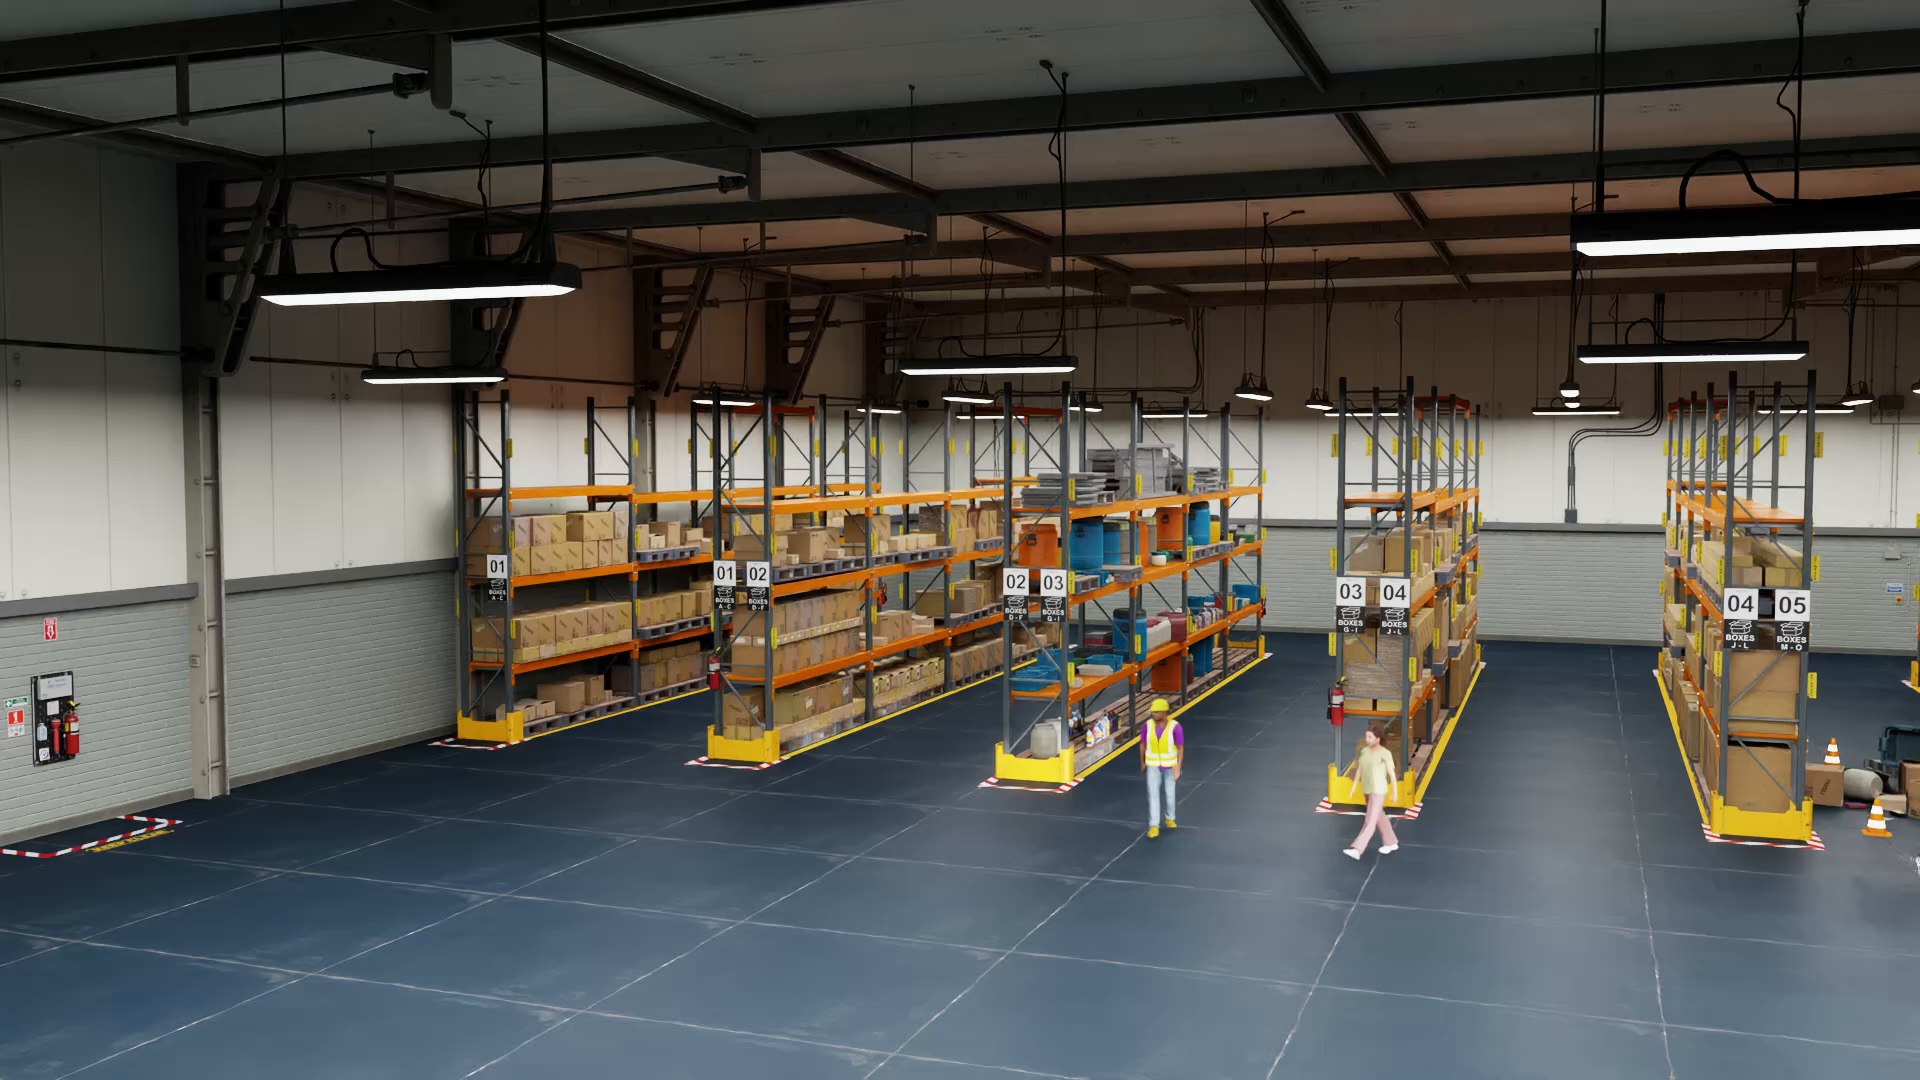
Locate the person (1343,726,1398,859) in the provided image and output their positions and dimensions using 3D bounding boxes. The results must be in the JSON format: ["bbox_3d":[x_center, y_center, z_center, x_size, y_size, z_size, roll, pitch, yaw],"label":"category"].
[{"bbox_3d":[4.973,3.060,20.236,1.089,1.608,0.471,-2,4,-30],"label":"person"}]

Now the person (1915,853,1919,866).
[{"bbox_3d":[11.201,3.137,19.081,0.489,1.596,0.428,0,3,8],"label":"person"}]

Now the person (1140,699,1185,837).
[{"bbox_3d":[2.601,2.924,21.528,0.599,1.719,0.967,1,3,15],"label":"person"}]
